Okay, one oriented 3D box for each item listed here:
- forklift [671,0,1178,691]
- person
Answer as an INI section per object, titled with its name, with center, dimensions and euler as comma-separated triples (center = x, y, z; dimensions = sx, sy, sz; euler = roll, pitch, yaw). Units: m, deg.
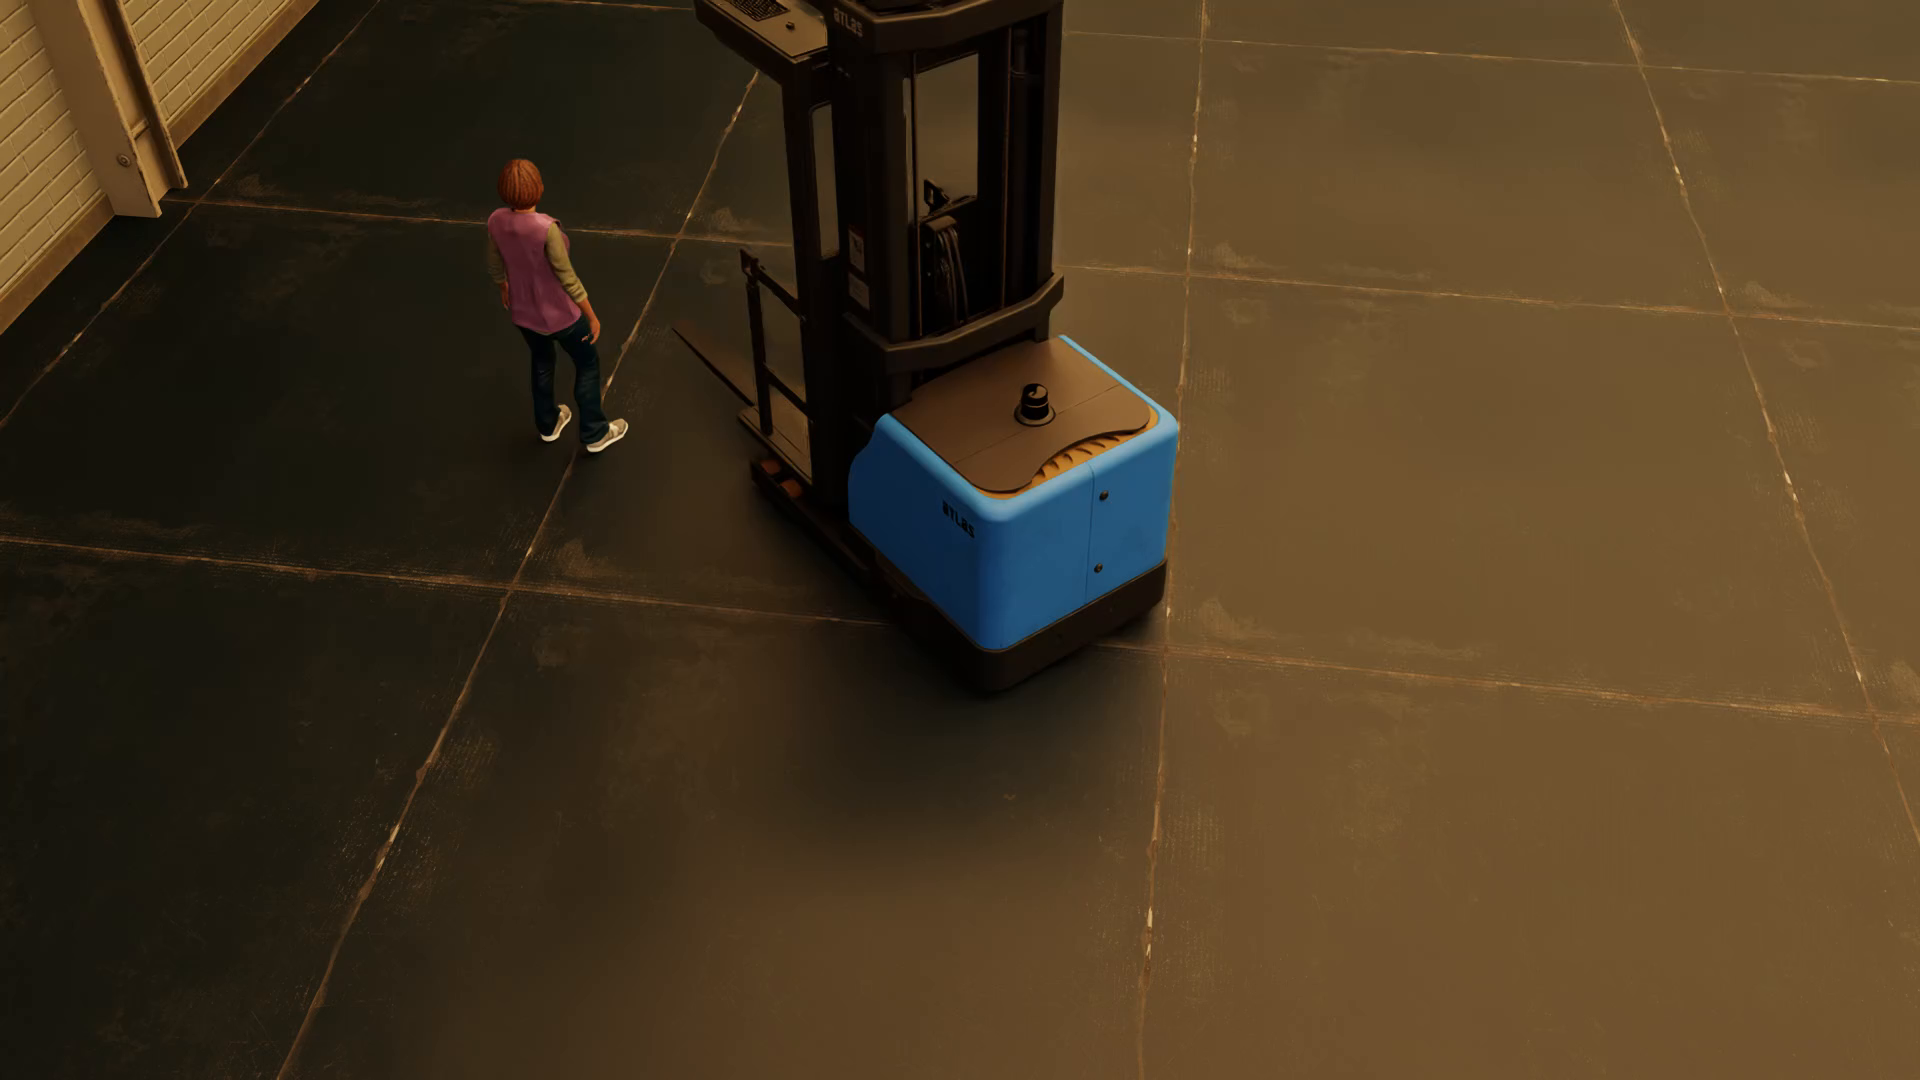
[forklift]
center = -0.363, -1.387, 7.234
dimensions = 1.130, 2.935, 3.031
euler = -27, 49, -26
[person]
center = -1.950, -1.101, 7.913
dimensions = 0.558, 1.594, 0.365
euler = 15, 45, 16
